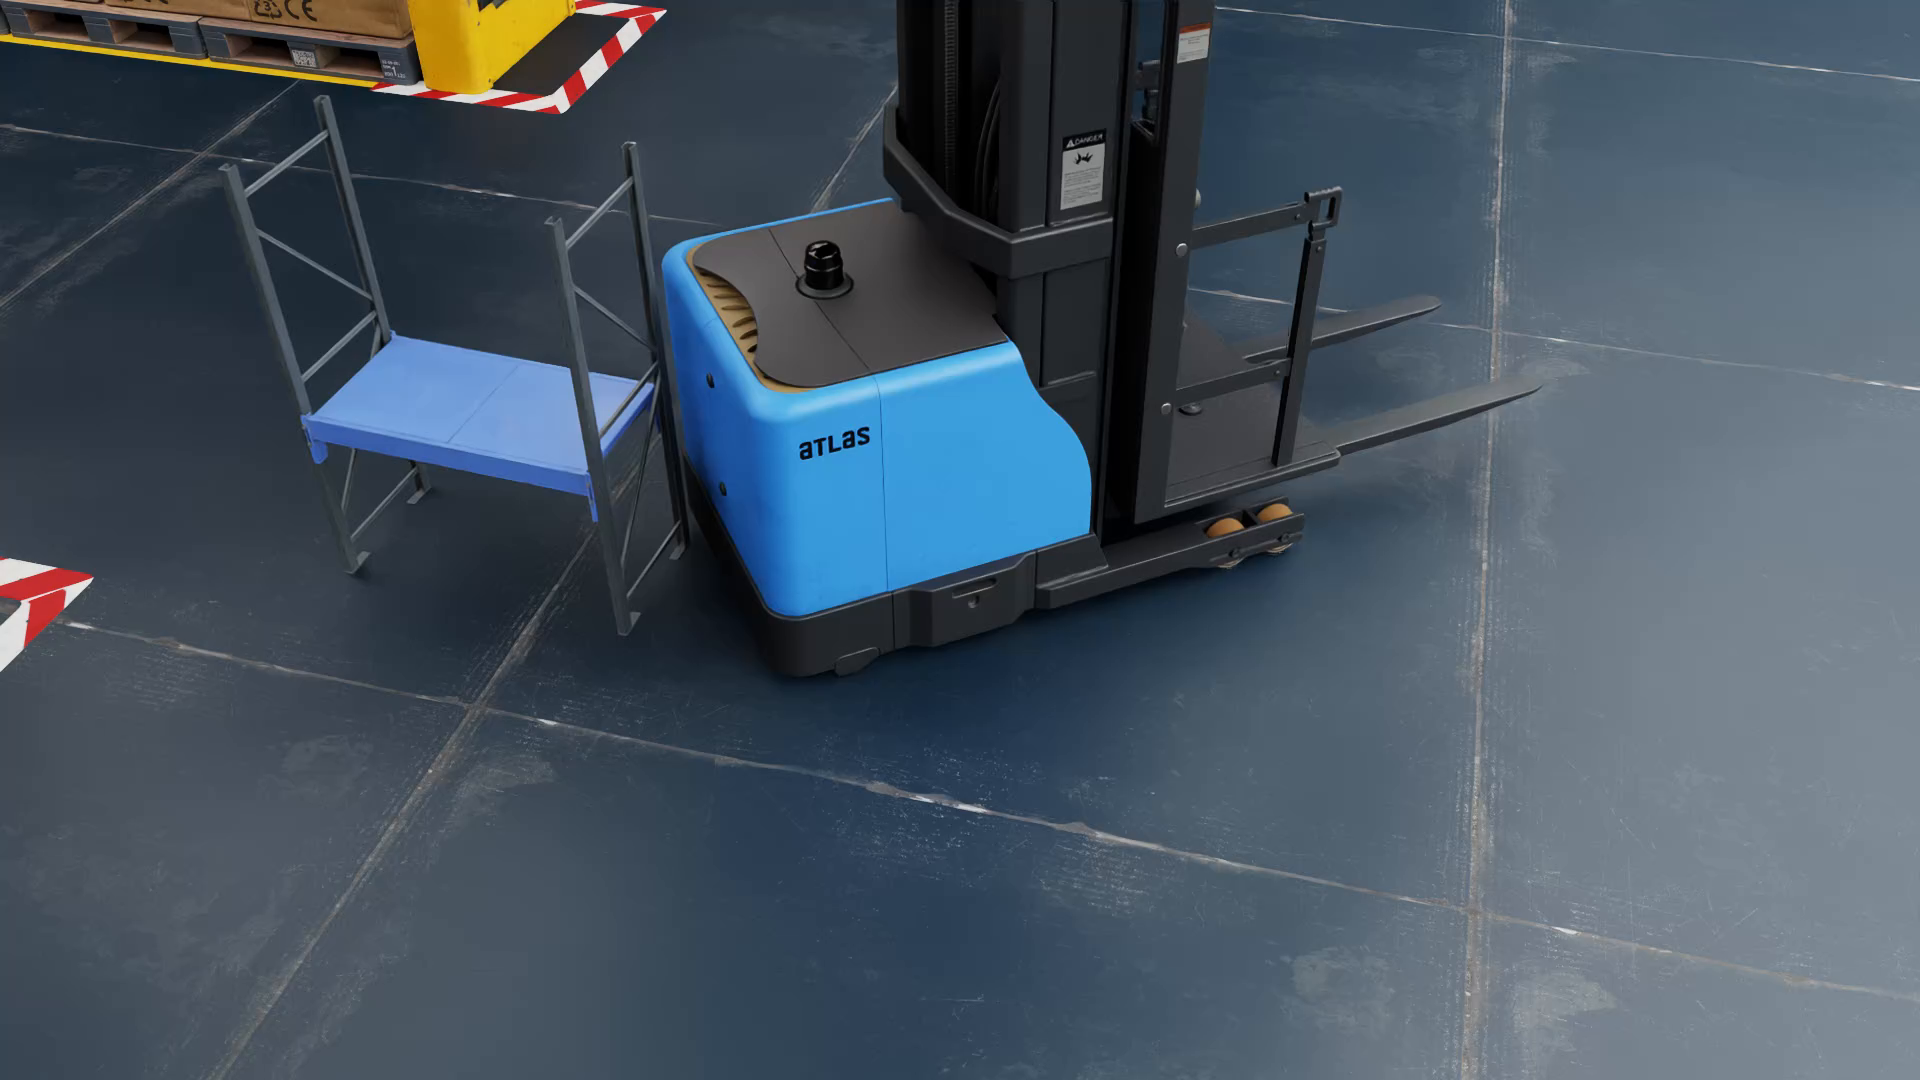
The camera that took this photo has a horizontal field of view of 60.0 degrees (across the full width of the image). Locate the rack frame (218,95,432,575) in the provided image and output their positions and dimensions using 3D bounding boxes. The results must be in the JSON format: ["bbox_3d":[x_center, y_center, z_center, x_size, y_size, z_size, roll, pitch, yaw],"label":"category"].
[{"bbox_3d":[-1.988,-0.612,5.313,0.032,1.500,0.500,11,41,13],"label":"rack frame"}]

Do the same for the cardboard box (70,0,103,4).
[{"bbox_3d":[-4.866,-3.511,8.923,0.875,0.875,0.875,10,41,12],"label":"cardboard box"}]

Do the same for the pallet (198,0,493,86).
[{"bbox_3d":[-3.256,-2.810,8.932,1.213,0.211,1.003,10,41,11],"label":"pallet"}]

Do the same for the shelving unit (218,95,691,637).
[{"bbox_3d":[-1.503,-0.515,5.197,1.048,1.500,0.538,11,41,13],"label":"shelving unit"}]

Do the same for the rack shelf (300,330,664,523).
[{"bbox_3d":[-1.503,-0.377,5.312,1.000,0.185,0.538,11,41,13],"label":"rack shelf"}]

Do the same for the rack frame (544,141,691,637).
[{"bbox_3d":[-1.018,-0.417,5.080,0.032,1.500,0.500,11,41,13],"label":"rack frame"}]

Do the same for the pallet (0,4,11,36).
[{"bbox_3d":[-5.613,-3.216,9.415,1.213,0.211,1.003,10,41,11],"label":"pallet"}]

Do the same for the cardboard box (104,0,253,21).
[{"bbox_3d":[-3.986,-3.358,8.741,0.875,0.875,0.875,9,41,11],"label":"cardboard box"}]

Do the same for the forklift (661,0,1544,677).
[{"bbox_3d":[0.619,-1.324,5.047,3.031,2.935,1.130,-16,43,-18],"label":"forklift"}]

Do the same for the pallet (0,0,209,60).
[{"bbox_3d":[-4.431,-3.015,9.175,1.213,0.211,1.003,10,41,11],"label":"pallet"}]

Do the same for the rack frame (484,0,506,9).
[{"bbox_3d":[-2.463,-3.794,7.935,0.127,3.000,1.000,10,41,11],"label":"rack frame"}]

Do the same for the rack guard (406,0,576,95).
[{"bbox_3d":[-2.440,-2.833,8.734,0.348,0.500,1.175,10,41,11],"label":"rack guard"}]

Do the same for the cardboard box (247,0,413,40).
[{"bbox_3d":[-3.135,-3.213,8.569,0.875,0.875,0.875,10,41,12],"label":"cardboard box"}]
